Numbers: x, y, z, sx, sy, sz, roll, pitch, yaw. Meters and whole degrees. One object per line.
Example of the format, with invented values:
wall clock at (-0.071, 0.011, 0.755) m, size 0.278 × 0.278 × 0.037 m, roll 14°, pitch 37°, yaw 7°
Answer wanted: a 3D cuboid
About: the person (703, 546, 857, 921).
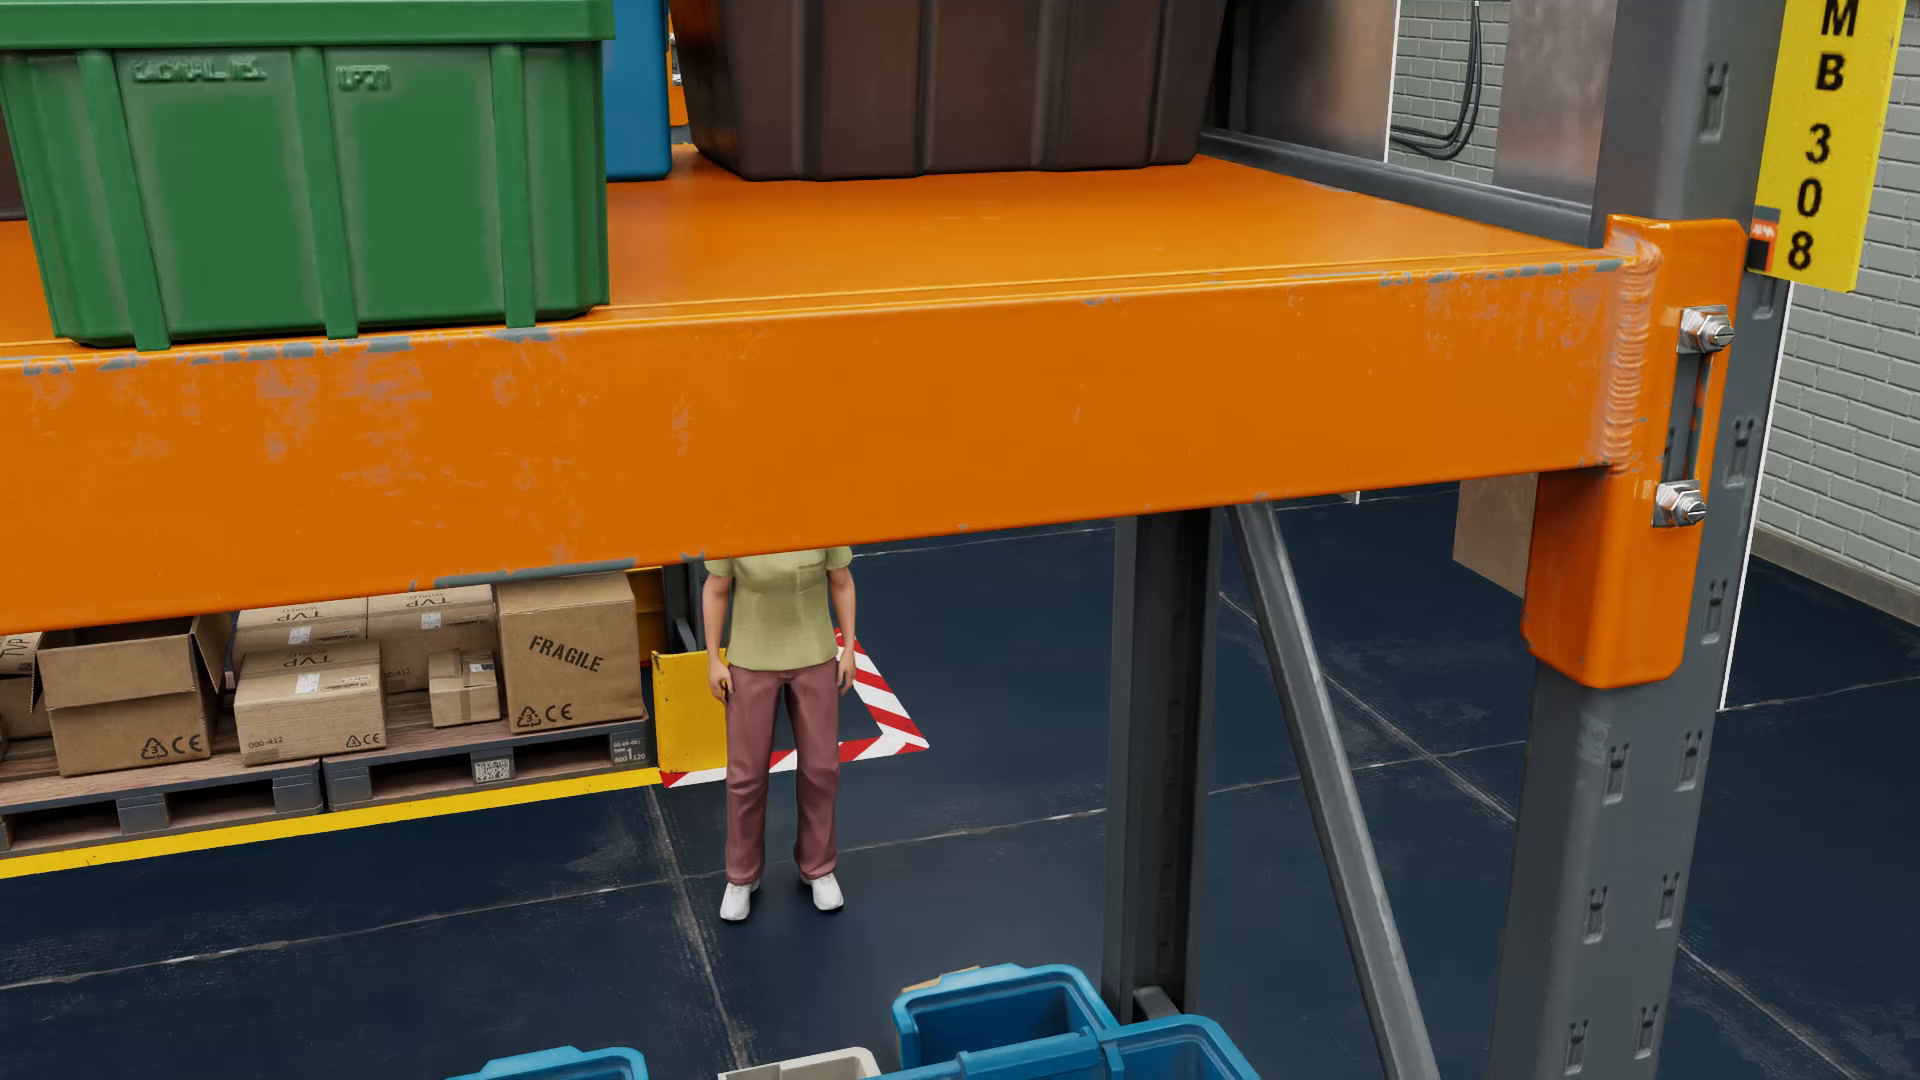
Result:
person at (-0.573, 0.413, 5.394) m, size 0.506 × 1.671 × 0.358 m, roll -4°, pitch 20°, yaw -12°
